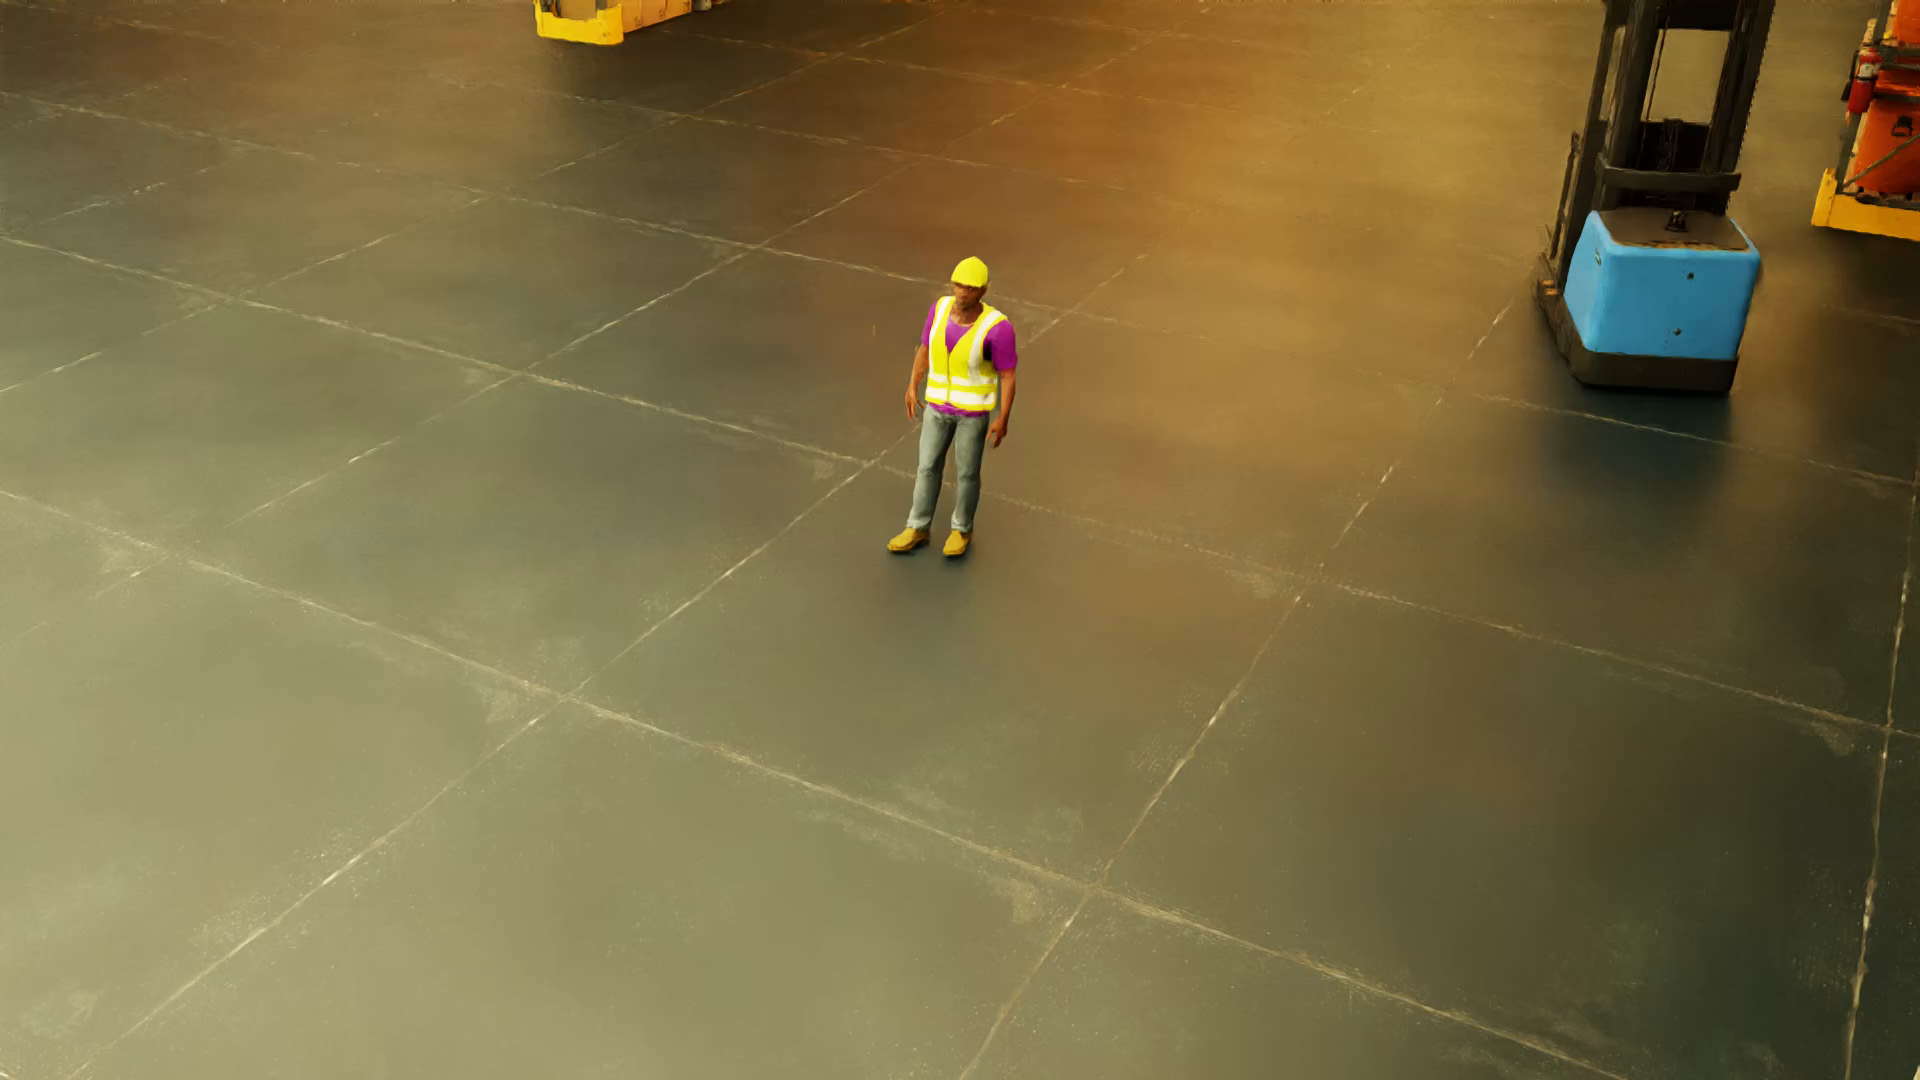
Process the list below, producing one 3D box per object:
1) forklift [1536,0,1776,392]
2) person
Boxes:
[{"bbox_3d":[5.141,-3.027,12.315,1.130,2.935,3.031,4,30,8],"label":"forklift"},{"bbox_3d":[-0.038,-0.742,9.507,0.665,1.766,0.576,15,33,25],"label":"person"}]
